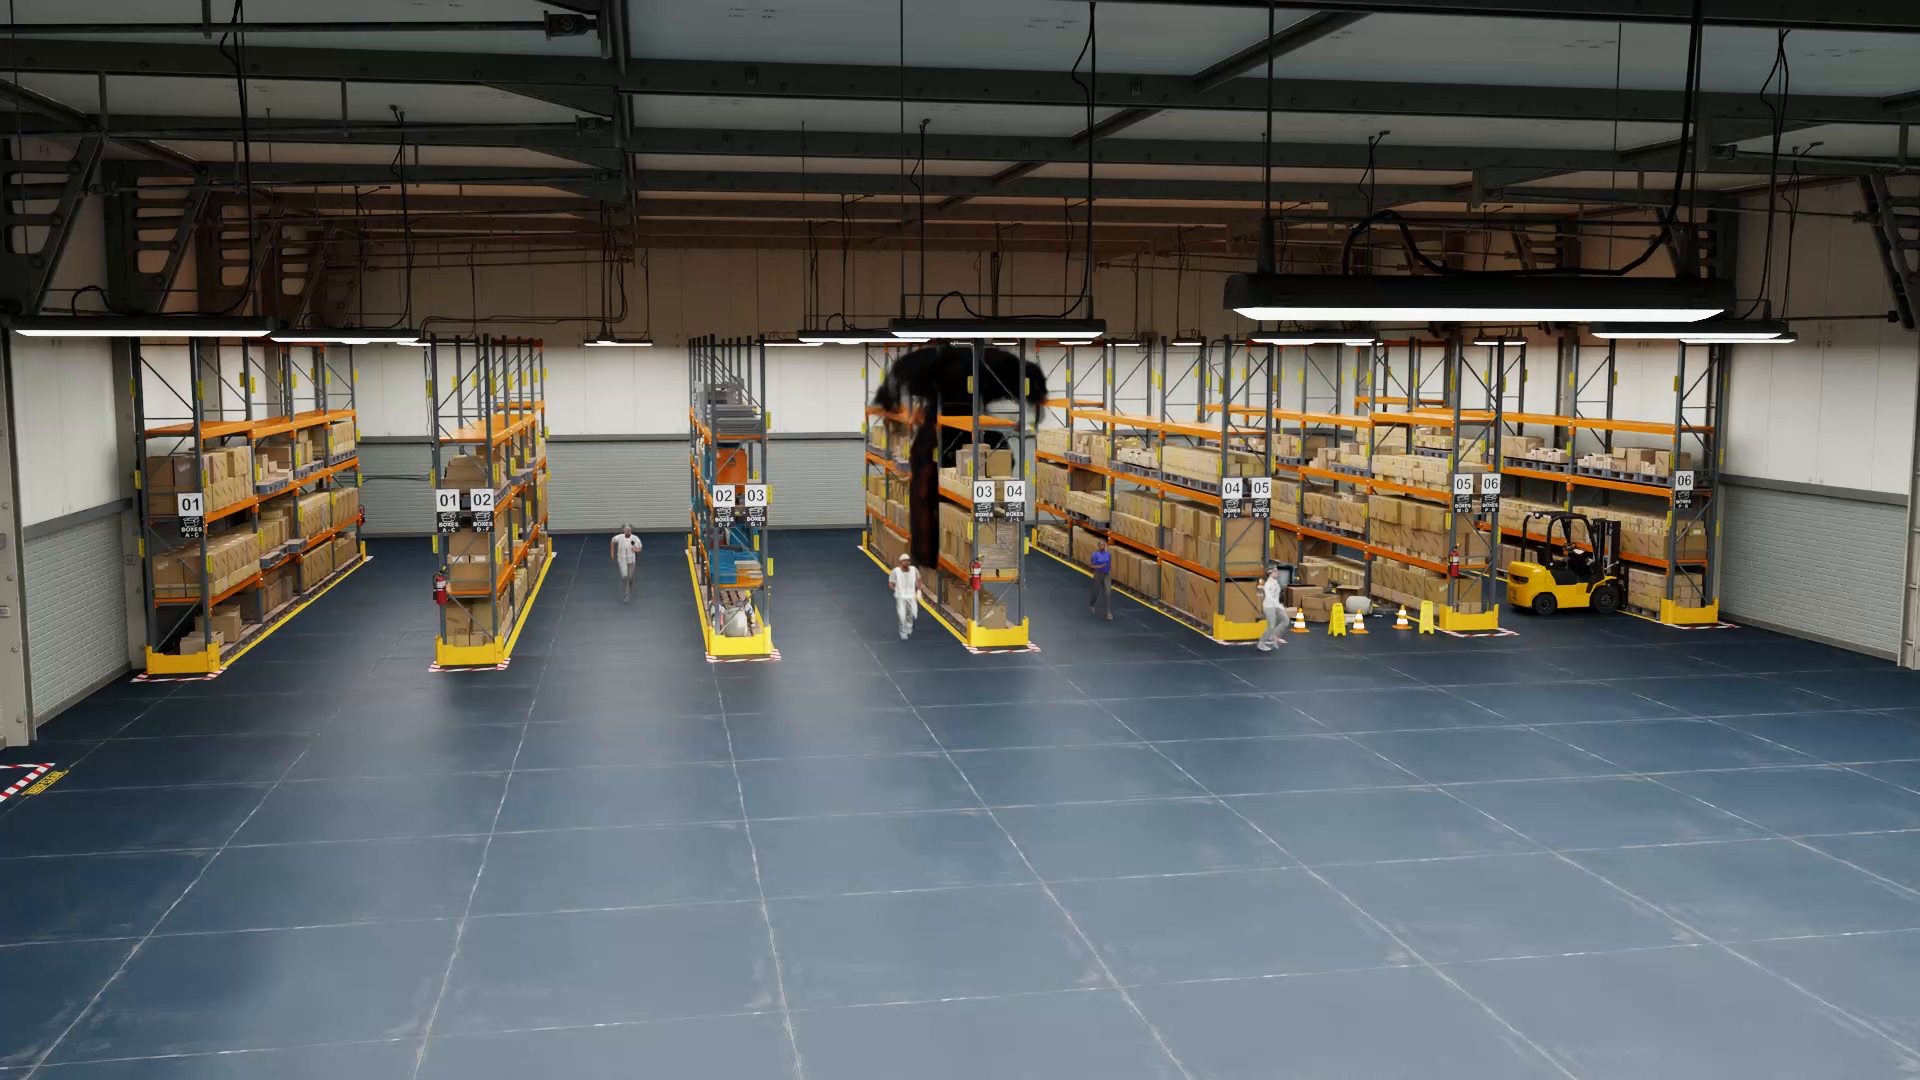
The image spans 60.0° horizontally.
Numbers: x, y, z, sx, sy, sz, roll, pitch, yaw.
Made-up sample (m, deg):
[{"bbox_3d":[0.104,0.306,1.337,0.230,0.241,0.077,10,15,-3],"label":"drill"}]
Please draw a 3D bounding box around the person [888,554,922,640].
[{"bbox_3d":[-1.057,1.125,32.692,0.693,1.718,0.607,-1,7,-12],"label":"person"}]

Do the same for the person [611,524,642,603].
[{"bbox_3d":[-7.599,0.516,37.952,0.686,1.829,0.876,-2,7,-14],"label":"person"}]

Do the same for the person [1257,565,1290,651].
[{"bbox_3d":[5.956,1.280,31.580,0.594,1.654,0.633,3,7,22],"label":"person"}]

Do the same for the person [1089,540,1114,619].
[{"bbox_3d":[3.031,0.823,35.516,0.573,1.632,0.919,-2,7,-16],"label":"person"}]
